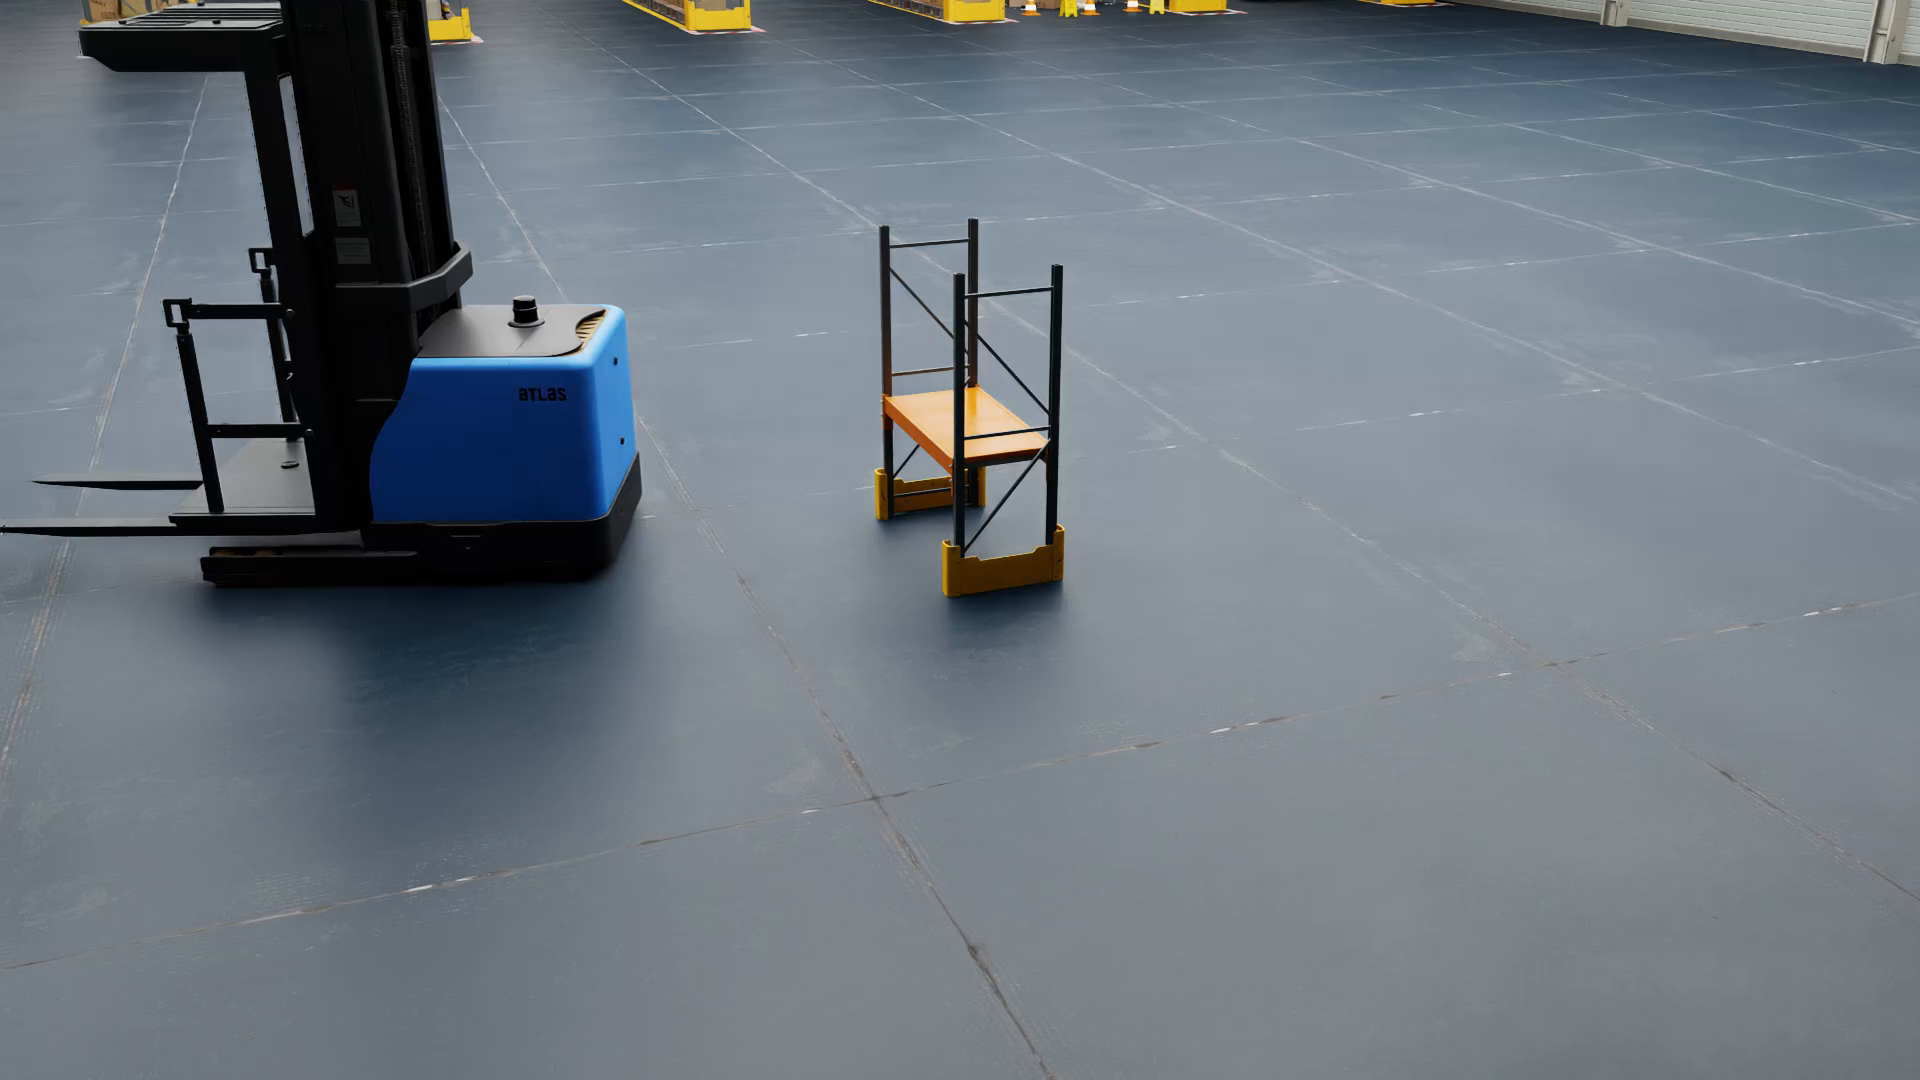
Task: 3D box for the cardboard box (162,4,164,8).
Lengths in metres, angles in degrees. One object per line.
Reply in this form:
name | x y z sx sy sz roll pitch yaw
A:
cardboard box | -14.559 -9.463 29.840 0.500 0.250 0.500 -8 24 -19

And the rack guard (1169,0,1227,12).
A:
rack guard | 4.832 -10.998 33.700 1.175 0.500 0.348 -8 24 -19

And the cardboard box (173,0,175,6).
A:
cardboard box | -15.370 -10.339 31.918 0.500 0.250 0.500 -9 25 -21

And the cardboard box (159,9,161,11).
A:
cardboard box | -14.191 -9.102 28.983 0.500 0.250 0.500 -8 24 -19

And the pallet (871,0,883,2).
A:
pallet | -1.493 -11.845 36.081 1.003 0.211 1.213 -8 24 -19

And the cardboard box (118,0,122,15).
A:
cardboard box | -14.516 -9.192 28.231 0.500 0.500 0.500 -8 24 -19

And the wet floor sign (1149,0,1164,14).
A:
wet floor sign | 3.925 -10.822 33.094 0.267 0.644 0.232 0 23 -1

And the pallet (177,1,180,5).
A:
pallet | -16.253 -10.722 33.418 1.003 0.211 1.213 -8 24 -19

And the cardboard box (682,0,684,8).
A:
cardboard box | -5.064 -10.476 31.921 0.500 0.500 0.500 -6 24 -14

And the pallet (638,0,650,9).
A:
pallet | -6.102 -11.214 34.584 1.003 0.211 1.213 -8 24 -19

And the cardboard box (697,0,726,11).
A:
cardboard box | -4.617 -10.034 30.871 0.500 0.500 0.500 -4 23 -9

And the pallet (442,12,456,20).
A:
pallet | -9.826 -9.558 30.655 1.003 0.211 1.213 -8 24 -19

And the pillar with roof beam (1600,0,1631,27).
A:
pillar with roof beam | 8.190 -13.175 27.923 9.100 9.000 0.400 -8 24 -19

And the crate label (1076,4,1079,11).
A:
crate label | 2.246 -10.784 33.659 0.298 0.136 0.250 18 29 36

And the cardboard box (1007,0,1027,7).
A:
cardboard box | 1.181 -11.228 34.548 0.396 0.266 0.258 -4 23 -10

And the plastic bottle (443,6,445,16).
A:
plastic bottle | -9.432 -9.735 30.523 0.097 0.201 0.097 0 23 0

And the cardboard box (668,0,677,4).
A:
cardboard box | -5.512 -10.900 32.926 0.500 0.500 0.500 -1 23 -2

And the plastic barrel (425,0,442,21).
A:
plastic barrel | -9.350 -9.359 29.255 0.421 0.512 0.421 0 23 0

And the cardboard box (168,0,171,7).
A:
cardboard box | -15.005 -9.965 31.031 0.500 0.250 0.500 -9 24 -20

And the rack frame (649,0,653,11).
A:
rack frame | -5.826 -12.216 33.372 1.000 3.000 0.127 -8 24 -19

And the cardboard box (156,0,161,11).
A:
cardboard box | -14.190 -9.448 28.837 0.500 0.500 0.500 -8 24 -19

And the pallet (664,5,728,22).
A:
pallet | -5.120 -10.248 32.292 1.003 0.211 1.213 -8 24 -19

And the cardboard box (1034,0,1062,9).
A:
cardboard box | 1.870 -11.263 34.324 0.637 0.503 0.797 12 26 27

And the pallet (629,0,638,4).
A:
pallet | -6.537 -11.658 35.637 1.003 0.211 1.213 -8 24 -19

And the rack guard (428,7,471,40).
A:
rack guard | -9.117 -8.952 28.847 1.175 0.500 0.348 -8 24 -19

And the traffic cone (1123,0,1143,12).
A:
traffic cone | 3.500 -10.933 33.593 0.336 0.463 0.334 -8 24 -19

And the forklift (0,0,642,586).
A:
forklift | -3.155 -1.344 7.666 3.031 2.935 1.130 0 23 -1

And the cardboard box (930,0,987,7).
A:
cardboard box | -0.038 -10.858 32.345 0.875 0.875 0.875 -8 24 -19

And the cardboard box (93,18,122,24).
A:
cardboard box | -14.147 -8.486 27.520 0.500 0.250 0.500 -8 24 -19

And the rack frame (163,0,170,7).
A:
rack frame | -15.094 -10.858 30.150 1.000 3.000 0.127 -8 24 -19

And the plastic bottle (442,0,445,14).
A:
plastic bottle | -9.516 -9.855 30.715 0.097 0.271 0.097 0 23 0

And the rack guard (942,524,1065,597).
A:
rack guard | 0.203 0.093 7.706 0.587 0.250 0.087 -8 24 -19

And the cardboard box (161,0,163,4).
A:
cardboard box | -14.560 -9.808 29.693 0.500 0.500 0.500 -8 24 -19

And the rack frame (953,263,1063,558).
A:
rack frame | 0.210 -0.475 7.447 0.500 1.500 0.032 -8 24 -19

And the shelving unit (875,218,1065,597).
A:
shelving unit | 0.027 -0.663 7.893 0.587 1.500 1.083 -8 24 -19

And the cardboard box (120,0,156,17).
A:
cardboard box | -13.841 -9.084 27.974 0.500 0.500 0.500 -8 24 -19

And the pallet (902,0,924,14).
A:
pallet | -0.519 -10.844 33.706 1.003 0.211 1.213 -8 24 -19

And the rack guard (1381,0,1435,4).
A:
rack guard | 9.509 -11.644 35.233 1.175 0.500 0.348 -8 24 -19

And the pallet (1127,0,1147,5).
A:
pallet | 4.151 -11.608 35.518 1.003 0.211 1.213 -8 24 -19

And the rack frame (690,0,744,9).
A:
rack frame | -4.412 -10.763 29.923 1.000 3.000 0.127 -8 24 -19

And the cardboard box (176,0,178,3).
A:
cardboard box | -15.733 -10.710 32.799 0.500 0.250 0.500 -8 24 -18
